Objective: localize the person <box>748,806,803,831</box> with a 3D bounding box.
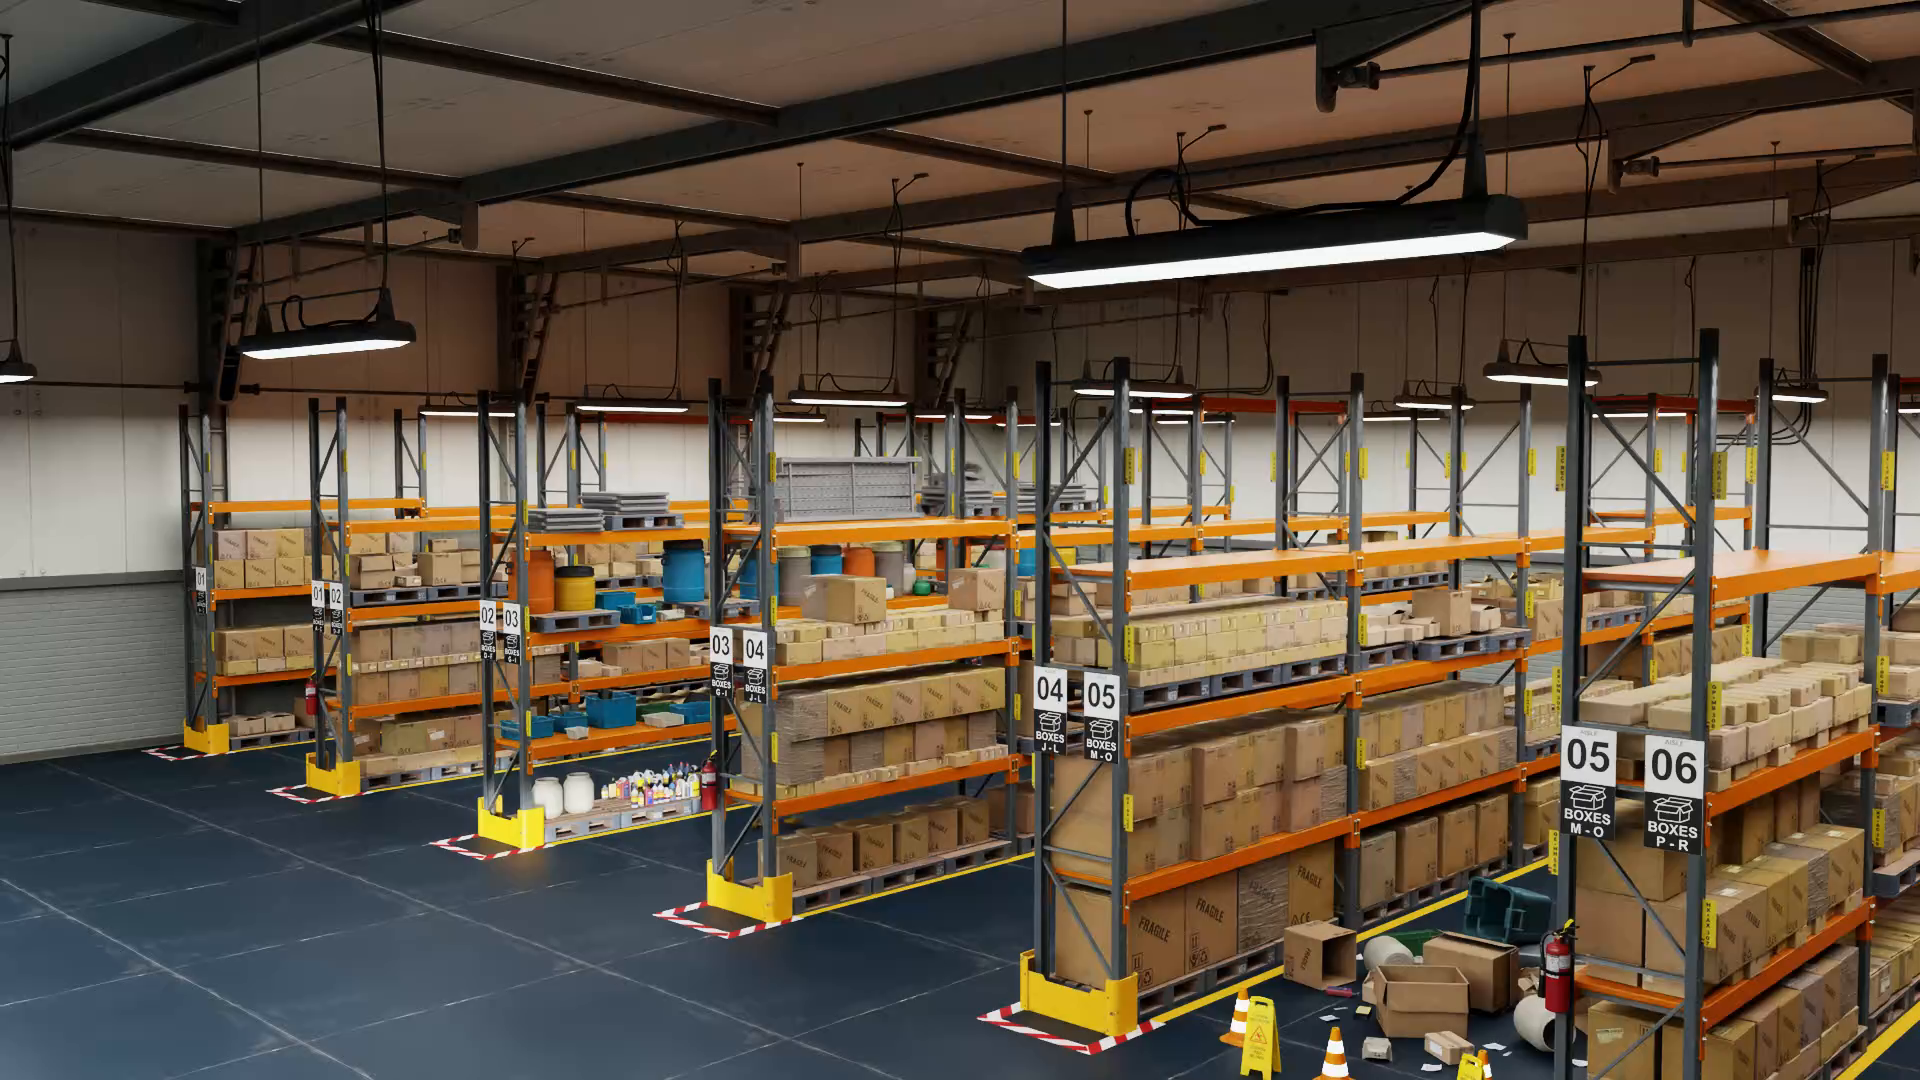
[{"bbox_3d":[-2.441,3.087,22.585,0.833,1.735,0.743,-3,4,-42],"label":"person"}]
